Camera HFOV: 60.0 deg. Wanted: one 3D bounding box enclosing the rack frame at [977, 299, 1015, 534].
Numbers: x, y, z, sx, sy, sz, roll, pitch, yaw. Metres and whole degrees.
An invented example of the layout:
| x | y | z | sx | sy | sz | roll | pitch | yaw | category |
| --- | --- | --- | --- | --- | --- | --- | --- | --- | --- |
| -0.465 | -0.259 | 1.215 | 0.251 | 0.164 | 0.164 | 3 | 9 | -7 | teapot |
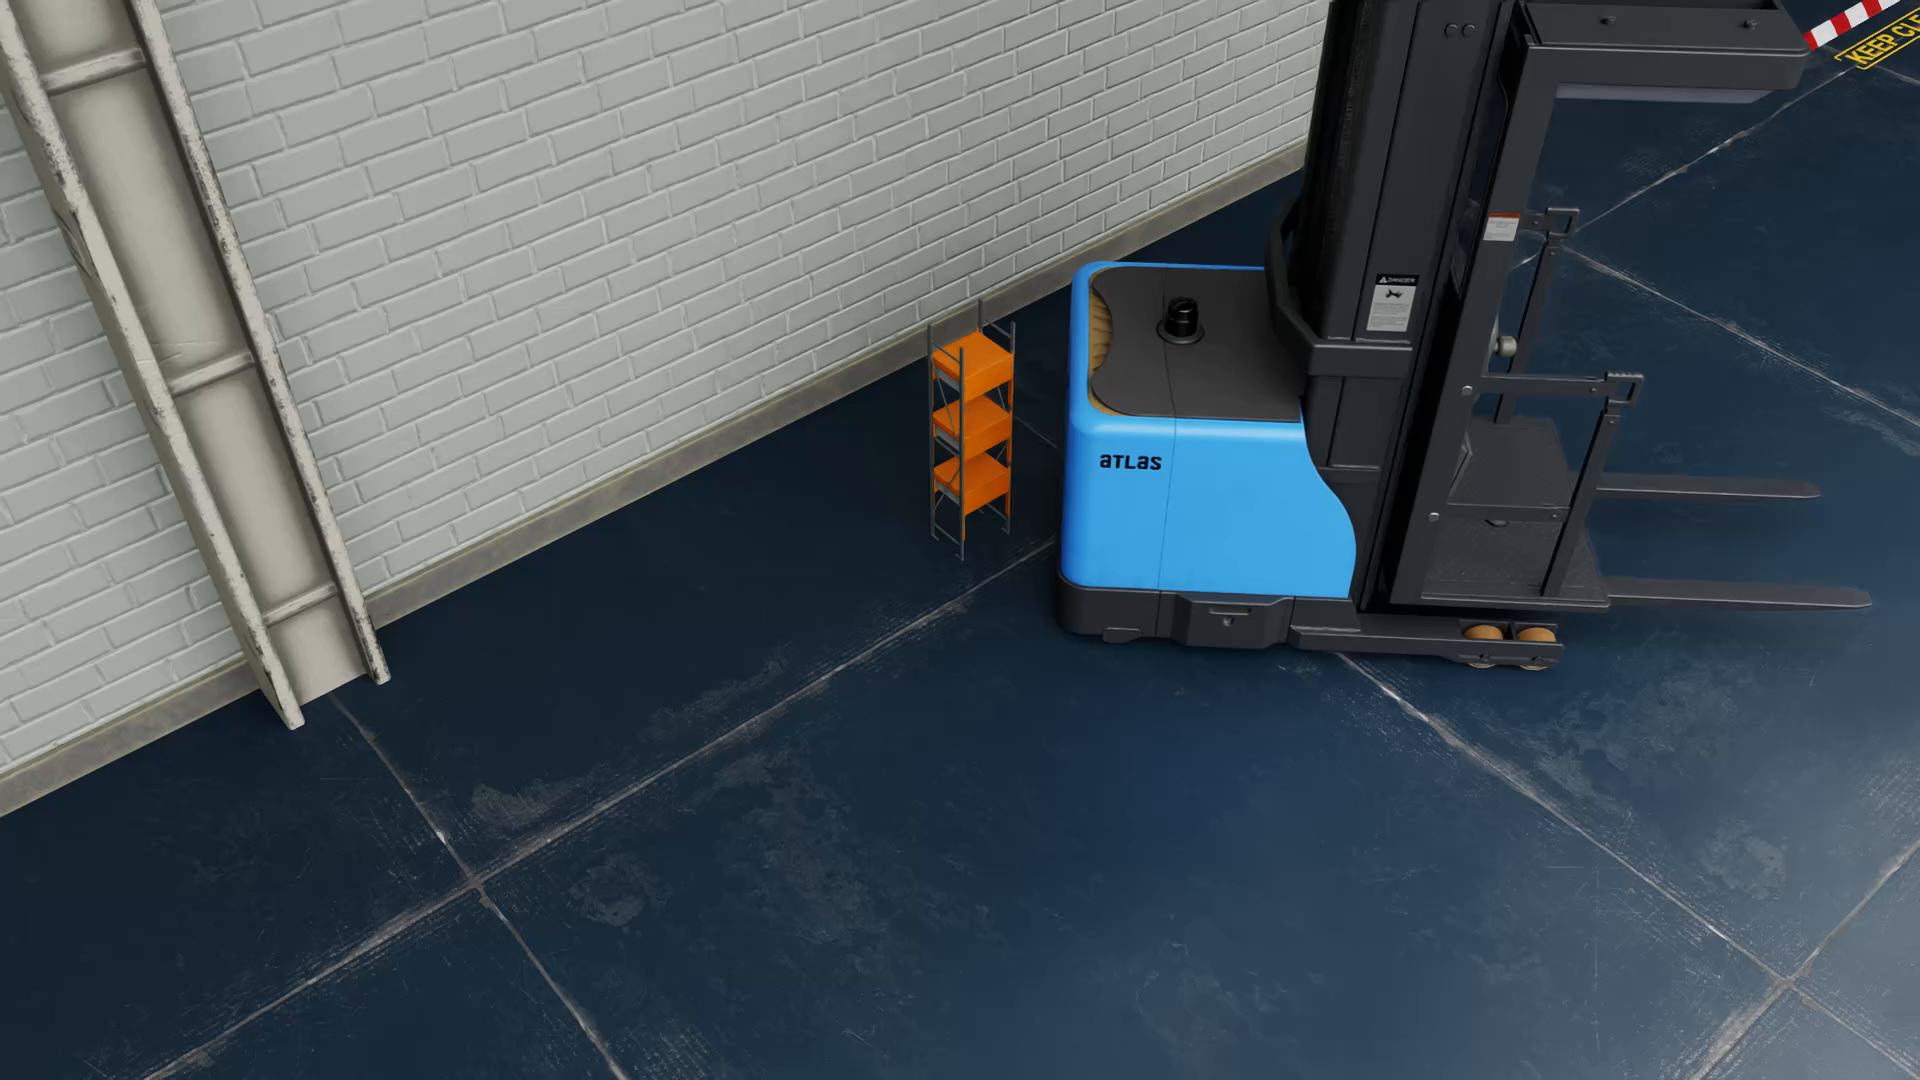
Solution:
| x | y | z | sx | sy | sz | roll | pitch | yaw | category |
| --- | --- | --- | --- | --- | --- | --- | --- | --- | --- |
| 0.135 | -0.460 | 6.473 | 0.008 | 1.050 | 0.200 | -30 | 51 | -28 | rack frame |

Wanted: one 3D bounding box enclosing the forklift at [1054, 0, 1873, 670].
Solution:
| x | y | z | sx | sy | sz | roll | pitch | yaw | category |
| --- | --- | --- | --- | --- | --- | --- | --- | --- | --- |
| 1.899 | -0.959 | 5.631 | 3.031 | 2.935 | 1.130 | 2 | 43 | 3 | forklift |

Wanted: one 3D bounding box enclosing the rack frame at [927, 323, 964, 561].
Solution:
| x | y | z | sx | sy | sz | roll | pitch | yaw | category |
| --- | --- | --- | --- | --- | --- | --- | --- | --- | --- |
| -0.053 | -0.353 | 6.359 | 0.008 | 1.050 | 0.200 | -30 | 51 | -28 | rack frame |

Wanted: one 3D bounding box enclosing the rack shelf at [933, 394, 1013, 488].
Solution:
| x | y | z | sx | sy | sz | roll | pitch | yaw | category |
| --- | --- | --- | --- | --- | --- | --- | --- | --- | --- |
| 0.041 | -0.398 | 6.423 | 0.240 | 0.259 | 0.215 | -30 | 51 | -28 | rack shelf |

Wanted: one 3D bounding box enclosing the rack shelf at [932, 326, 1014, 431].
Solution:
| x | y | z | sx | sy | sz | roll | pitch | yaw | category |
| --- | --- | --- | --- | --- | --- | --- | --- | --- | --- |
| 0.041 | -0.605 | 6.229 | 0.240 | 0.259 | 0.215 | -30 | 51 | -28 | rack shelf |

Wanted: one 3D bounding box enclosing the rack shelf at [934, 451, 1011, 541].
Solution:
| x | y | z | sx | sy | sz | roll | pitch | yaw | category |
| --- | --- | --- | --- | --- | --- | --- | --- | --- | --- |
| 0.041 | -0.196 | 6.613 | 0.240 | 0.259 | 0.215 | -30 | 51 | -28 | rack shelf |

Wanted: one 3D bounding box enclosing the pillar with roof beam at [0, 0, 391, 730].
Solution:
| x | y | z | sx | sy | sz | roll | pitch | yaw | category |
| --- | --- | --- | --- | --- | --- | --- | --- | --- | --- |
| 0.394 | -0.497 | 0.706 | 0.400 | 9.000 | 9.100 | -30 | 51 | -28 | pillar with roof beam |

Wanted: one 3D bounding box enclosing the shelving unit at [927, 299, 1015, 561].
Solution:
| x | y | z | sx | sy | sz | roll | pitch | yaw | category |
| --- | --- | --- | --- | --- | --- | --- | --- | --- | --- |
| 0.041 | -0.406 | 6.416 | 0.252 | 1.050 | 0.215 | -30 | 51 | -28 | shelving unit |
